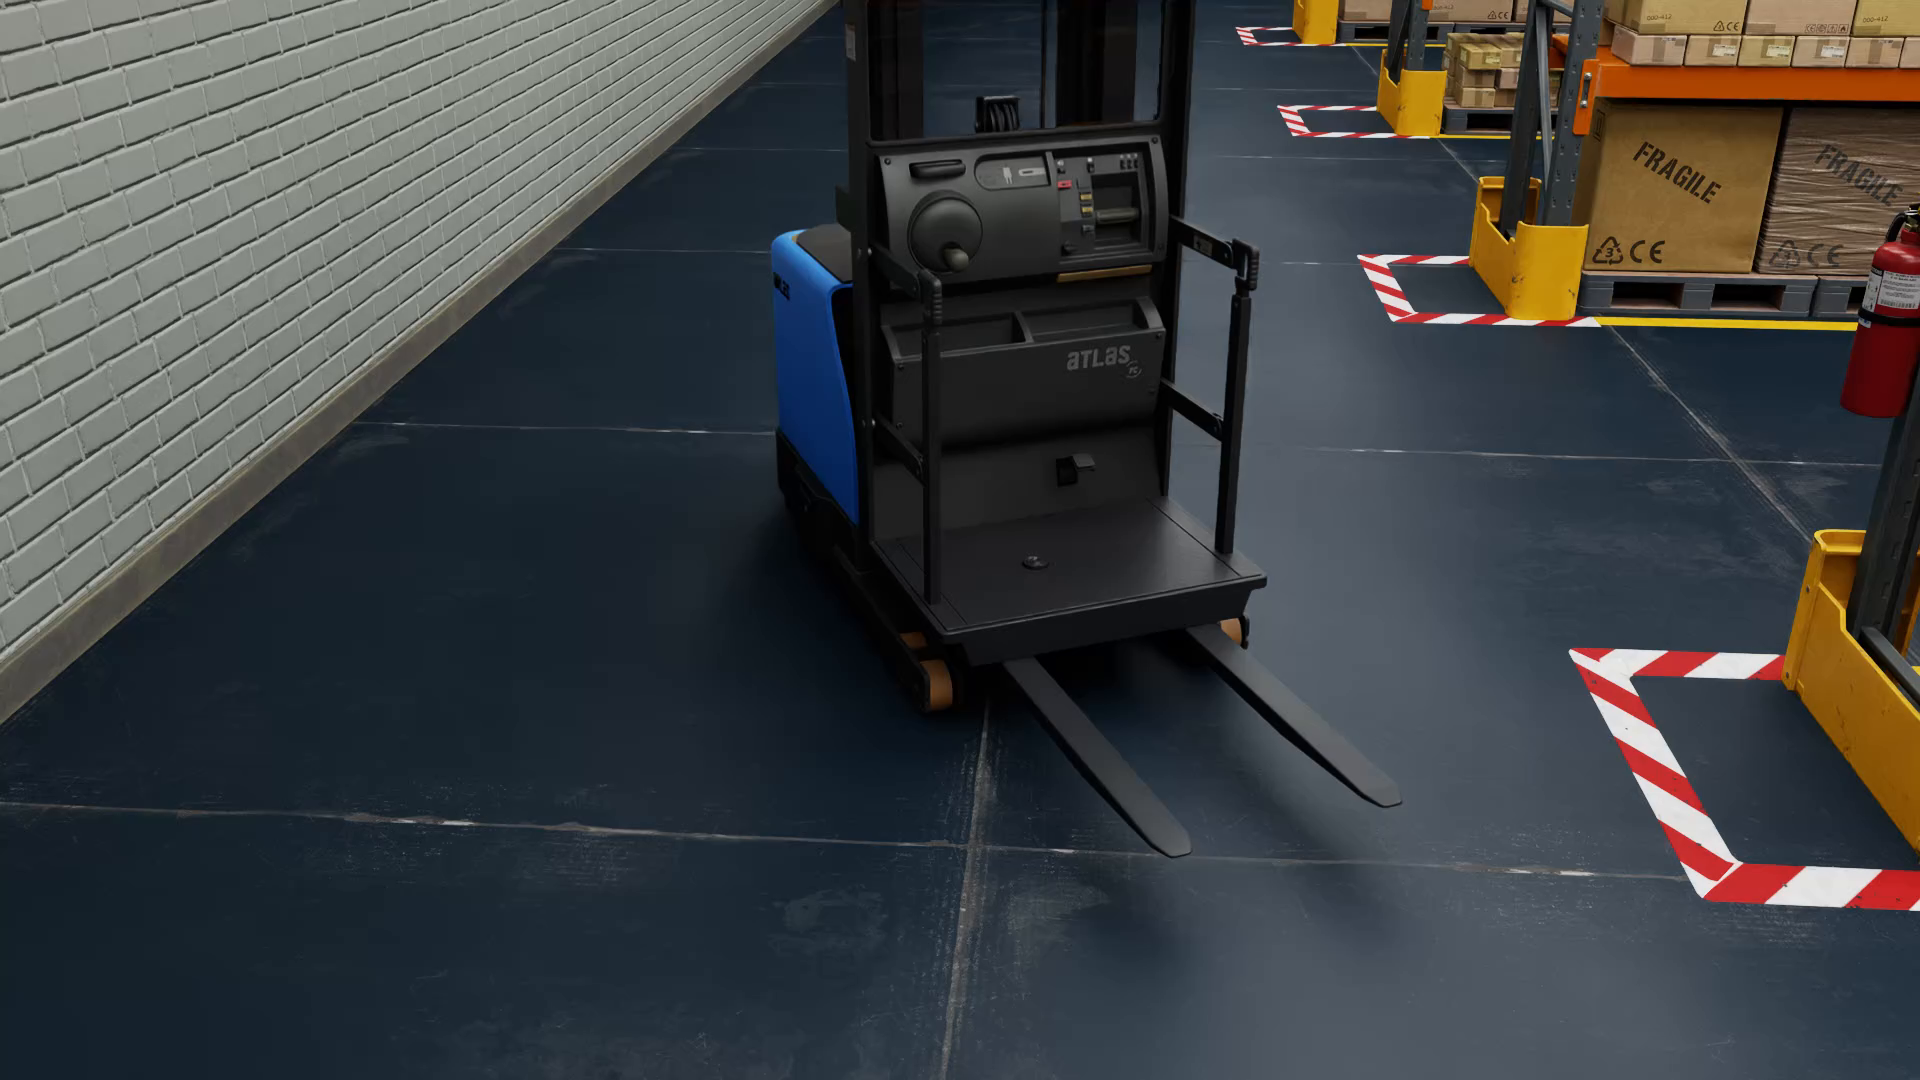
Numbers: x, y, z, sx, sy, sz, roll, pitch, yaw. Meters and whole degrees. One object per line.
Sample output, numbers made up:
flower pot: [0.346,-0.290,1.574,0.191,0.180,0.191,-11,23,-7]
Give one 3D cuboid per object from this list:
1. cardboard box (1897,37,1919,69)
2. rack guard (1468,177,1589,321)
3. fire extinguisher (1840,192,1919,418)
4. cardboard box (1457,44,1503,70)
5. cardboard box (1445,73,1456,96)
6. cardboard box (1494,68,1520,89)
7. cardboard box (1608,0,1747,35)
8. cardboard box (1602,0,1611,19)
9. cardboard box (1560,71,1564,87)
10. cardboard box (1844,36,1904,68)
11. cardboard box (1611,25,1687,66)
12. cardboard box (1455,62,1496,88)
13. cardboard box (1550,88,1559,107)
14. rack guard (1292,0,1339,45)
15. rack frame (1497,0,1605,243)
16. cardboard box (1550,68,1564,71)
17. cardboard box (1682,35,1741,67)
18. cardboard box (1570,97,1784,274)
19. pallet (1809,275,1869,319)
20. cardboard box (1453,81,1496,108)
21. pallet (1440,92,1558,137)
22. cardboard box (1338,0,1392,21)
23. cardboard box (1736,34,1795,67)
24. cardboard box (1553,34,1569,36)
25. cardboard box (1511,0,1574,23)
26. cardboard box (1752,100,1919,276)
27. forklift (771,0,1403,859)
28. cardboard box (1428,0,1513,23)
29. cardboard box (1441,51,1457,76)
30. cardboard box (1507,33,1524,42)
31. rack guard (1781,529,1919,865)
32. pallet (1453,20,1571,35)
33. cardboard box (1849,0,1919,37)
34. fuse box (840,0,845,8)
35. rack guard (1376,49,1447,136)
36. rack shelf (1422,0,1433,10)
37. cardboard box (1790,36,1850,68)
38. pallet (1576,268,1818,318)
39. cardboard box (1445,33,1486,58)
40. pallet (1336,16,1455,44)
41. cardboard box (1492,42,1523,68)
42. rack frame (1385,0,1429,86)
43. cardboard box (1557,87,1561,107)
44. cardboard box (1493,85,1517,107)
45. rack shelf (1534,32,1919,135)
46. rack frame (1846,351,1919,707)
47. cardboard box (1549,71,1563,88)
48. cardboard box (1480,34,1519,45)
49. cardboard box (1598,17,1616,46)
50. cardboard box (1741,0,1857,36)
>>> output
cardboard box: [4.755,-2.459,8.306,0.250,0.149,0.380,2,25,3]
rack guard: [3.120,-1.627,9.189,0.348,0.500,1.175,2,25,4]
fire extinguisher: [2.649,-0.688,4.695,0.183,0.674,0.296,2,25,4]
cardboard box: [4.121,-3.834,13.190,0.250,0.149,0.380,1,25,2]
cardboard box: [4.165,-3.792,13.811,0.250,0.149,0.380,2,25,5]
cardboard box: [4.396,-3.701,13.257,0.250,0.149,0.380,2,25,4]
cardboard box: [3.602,-2.701,8.356,0.500,0.250,0.500,1,25,3]
cardboard box: [3.648,-2.924,8.840,0.500,0.250,0.500,1,25,3]
cardboard box: [4.894,-3.677,13.204,0.250,0.149,0.380,3,25,6]
cardboard box: [4.498,-2.467,8.324,0.250,0.149,0.380,1,25,3]
cardboard box: [3.473,-2.499,8.394,0.250,0.149,0.380,2,25,5]
cardboard box: [4.127,-3.733,13.327,0.250,0.149,0.380,3,25,6]
cardboard box: [4.638,-3.592,13.377,0.250,0.149,0.380,2,25,5]
rack guard: [3.879,-5.758,18.165,0.348,0.500,1.175,2,25,4]
rack frame: [3.144,-2.762,8.665,0.127,3.000,1.000,2,25,4]
cardboard box: [4.647,-3.814,13.146,0.250,0.149,0.380,2,25,4]
cardboard box: [3.729,-2.492,8.377,0.250,0.149,0.380,1,25,3]
cardboard box: [3.788,-2.001,9.049,0.875,0.875,0.875,2,25,4]
pallet: [5.161,-1.462,9.176,1.213,0.211,1.003,2,25,4]
cardboard box: [4.123,-3.572,13.332,0.250,0.149,0.380,2,25,5]
pallet: [4.508,-3.516,13.639,1.213,0.211,1.003,2,25,4]
cardboard box: [4.569,-5.940,18.133,0.875,0.438,0.875,1,25,2]
cardboard box: [3.984,-2.484,8.360,0.250,0.149,0.380,1,25,3]
cardboard box: [4.939,-4.059,13.679,0.250,0.149,0.380,1,25,2]
cardboard box: [6.381,-5.885,18.013,0.875,0.438,0.875,1,25,2]
cardboard box: [4.696,-1.972,8.986,0.875,0.875,0.875,2,25,4]
forklift: [0.284,-0.999,4.914,1.130,2.935,3.031,-9,26,-19]
cardboard box: [5.482,-5.914,18.077,0.875,0.438,0.875,2,25,5]
cardboard box: [4.173,-3.959,13.818,0.250,0.149,0.380,1,25,3]
cardboard box: [4.686,-4.094,13.754,0.250,0.149,0.380,1,25,3]
rack guard: [2.740,0.442,4.691,0.348,0.500,1.175,2,25,4]
pallet: [5.919,-5.593,18.152,1.213,0.211,1.003,2,25,4]
cardboard box: [4.622,-2.670,8.288,0.500,0.250,0.500,1,25,2]
fuse box: [-1.415,-7.349,20.174,0.414,1.711,0.539,2,25,4]
rack guard: [3.700,-3.688,13.667,0.348,0.500,1.175,2,25,4]
rack shelf: [5.619,-4.435,13.161,4.000,0.370,1.077,2,25,4]
cardboard box: [4.244,-2.476,8.342,0.250,0.149,0.380,1,25,3]
pallet: [3.947,-1.502,9.263,1.213,0.211,1.003,2,25,4]
cardboard box: [4.172,-4.081,13.727,0.250,0.149,0.380,2,25,5]
pallet: [4.706,-5.633,18.239,1.213,0.211,1.003,2,25,4]
cardboard box: [4.405,-3.875,13.280,0.250,0.149,0.380,2,25,5]
rack frame: [3.625,-4.826,13.150,0.127,3.000,1.000,2,25,4]
cardboard box: [4.884,-3.539,13.260,0.250,0.149,0.380,2,25,5]
cardboard box: [4.390,-3.598,13.388,0.250,0.149,0.380,2,25,4]
rack shelf: [5.138,-2.371,8.676,4.000,0.370,1.077,2,25,4]
rack frame: [2.765,-0.698,4.178,0.127,3.000,1.000,2,25,4]
cardboard box: [4.647,-3.730,13.320,0.250,0.149,0.380,2,25,5]
cardboard box: [4.418,-4.049,13.657,0.250,0.149,0.380,2,25,5]
cardboard box: [3.524,-2.774,8.991,0.250,0.149,0.380,2,25,5]
cardboard box: [4.121,-2.687,8.326,0.500,0.250,0.500,2,25,3]
